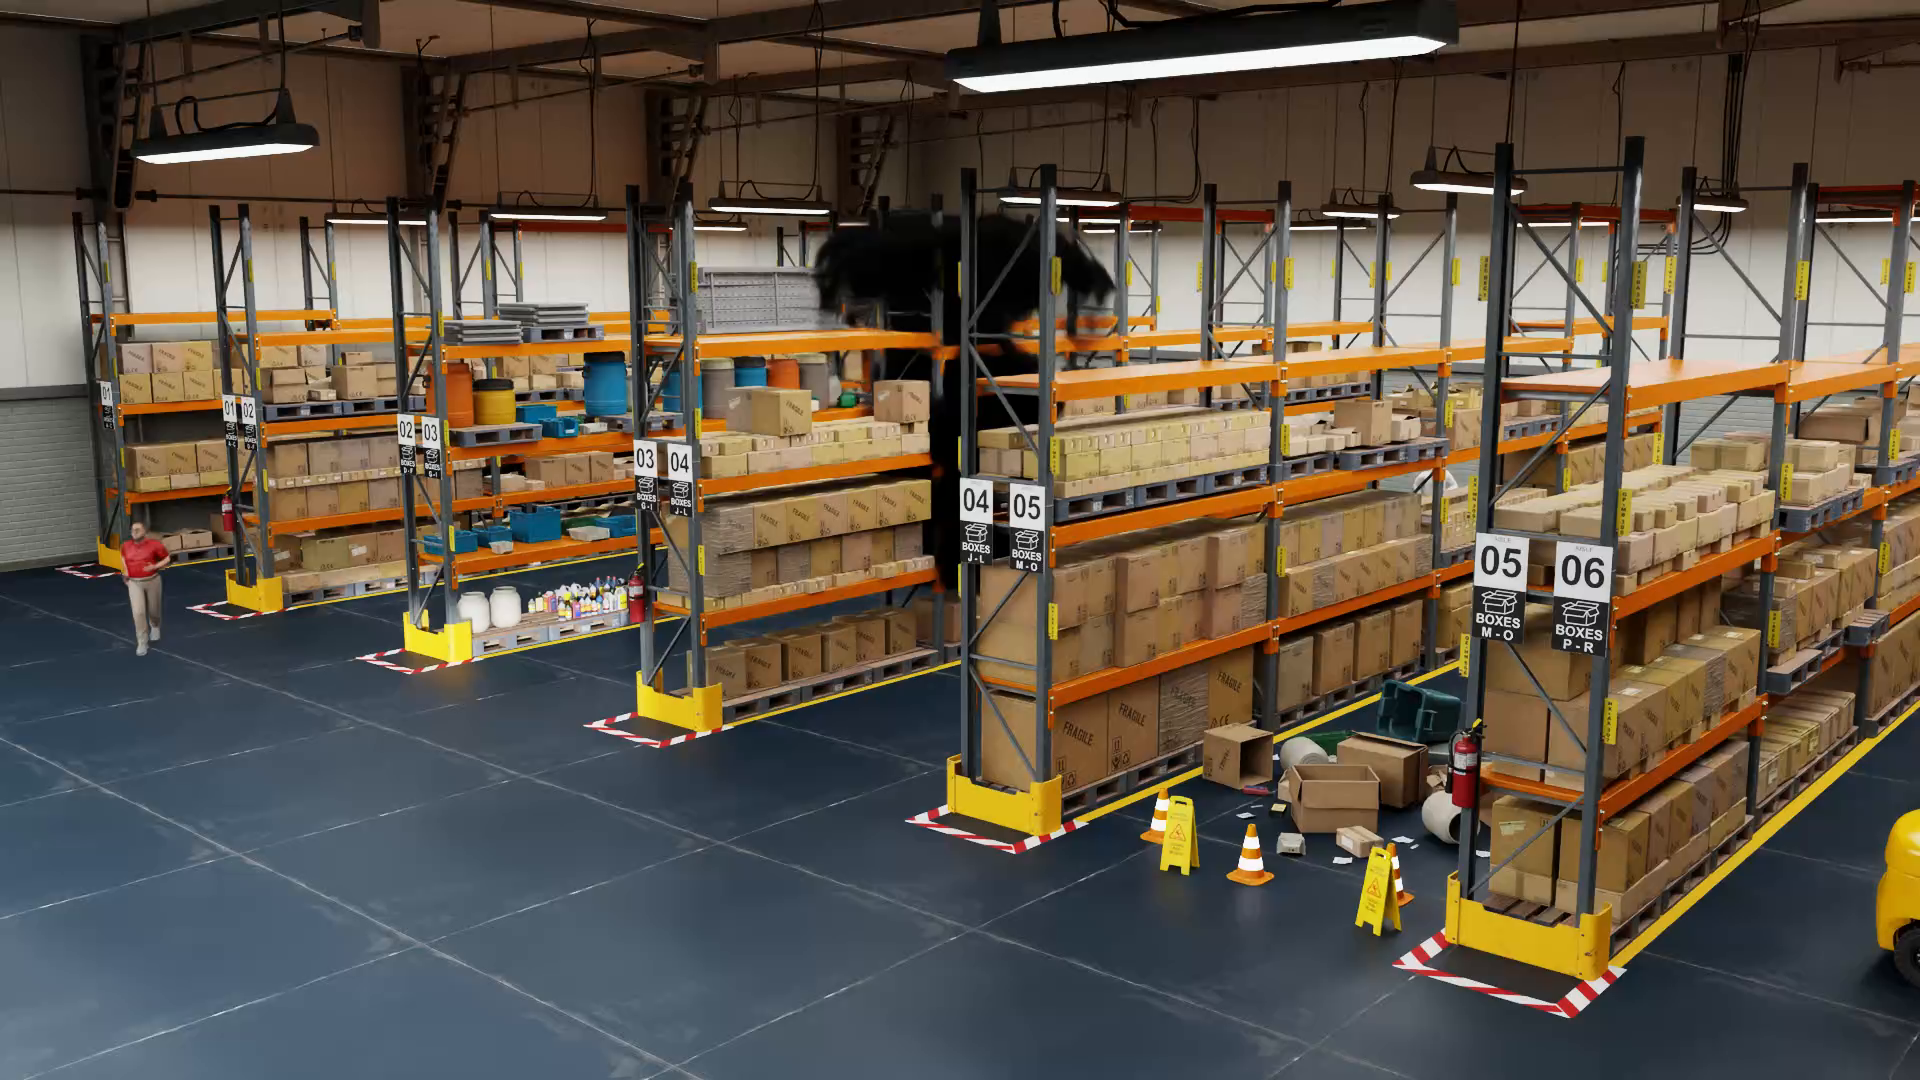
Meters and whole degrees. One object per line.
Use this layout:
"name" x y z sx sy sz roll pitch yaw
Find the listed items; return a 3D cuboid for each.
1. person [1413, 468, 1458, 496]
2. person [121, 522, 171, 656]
"person" 8.412 -0.595 29.469 0.767 1.747 0.947 3 10 15
"person" -10.952 0.618 22.390 0.646 1.750 0.912 -3 10 -16
